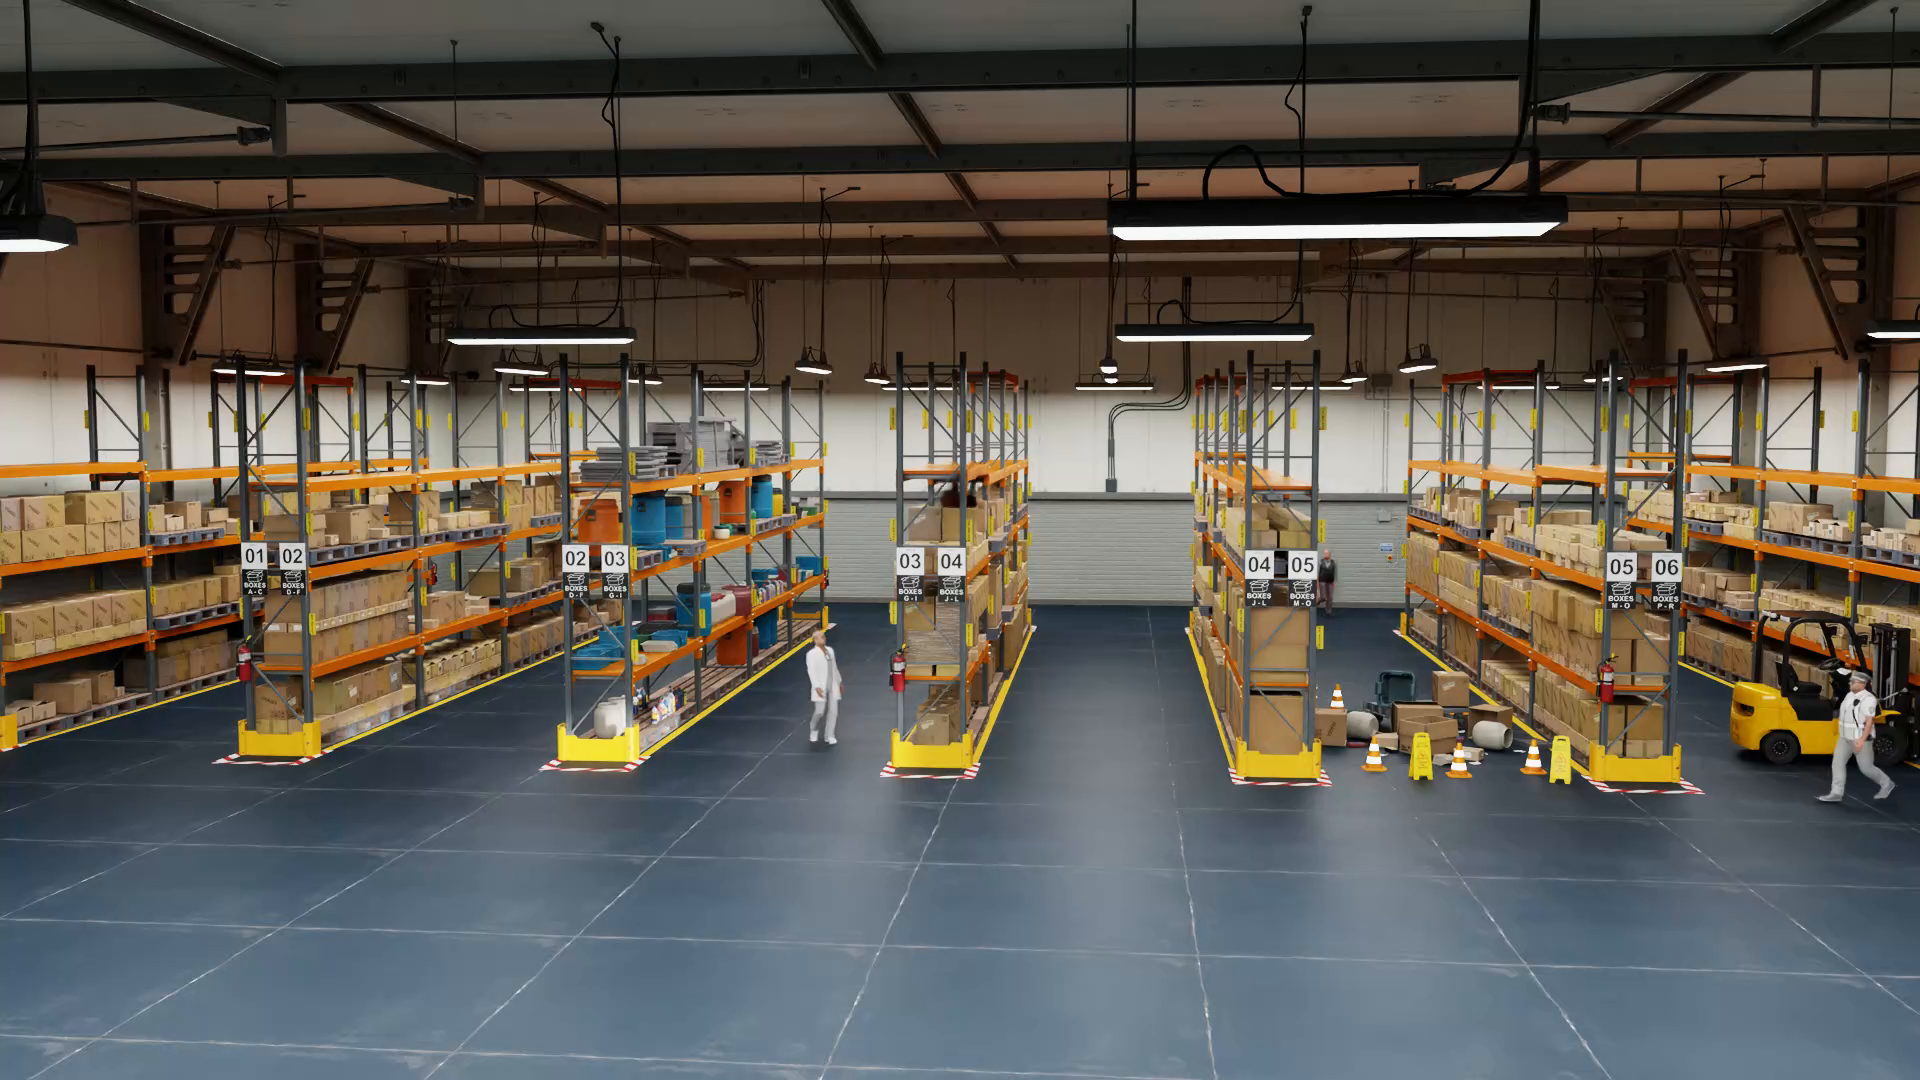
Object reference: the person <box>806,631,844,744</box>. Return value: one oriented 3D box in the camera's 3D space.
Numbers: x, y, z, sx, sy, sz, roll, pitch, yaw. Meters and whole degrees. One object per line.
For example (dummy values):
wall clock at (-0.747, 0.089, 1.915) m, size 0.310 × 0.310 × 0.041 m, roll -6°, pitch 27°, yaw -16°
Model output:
person at (-2.111, 2.301, 25.981) m, size 0.636 × 1.777 × 0.651 m, roll -3°, pitch 5°, yaw -32°

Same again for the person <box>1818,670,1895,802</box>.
person at (11.782, 2.574, 21.808) m, size 0.944 × 1.742 × 0.526 m, roll -1°, pitch 4°, yaw -14°

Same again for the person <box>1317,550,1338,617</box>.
person at (9.393, 1.100, 42.652) m, size 0.513 × 1.718 × 0.621 m, roll -2°, pitch 4°, yaw -25°

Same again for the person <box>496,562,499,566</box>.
person at (-10.516, 1.385, 38.229) m, size 0.435 × 1.781 × 0.651 m, roll 0°, pitch 4°, yaw 4°
